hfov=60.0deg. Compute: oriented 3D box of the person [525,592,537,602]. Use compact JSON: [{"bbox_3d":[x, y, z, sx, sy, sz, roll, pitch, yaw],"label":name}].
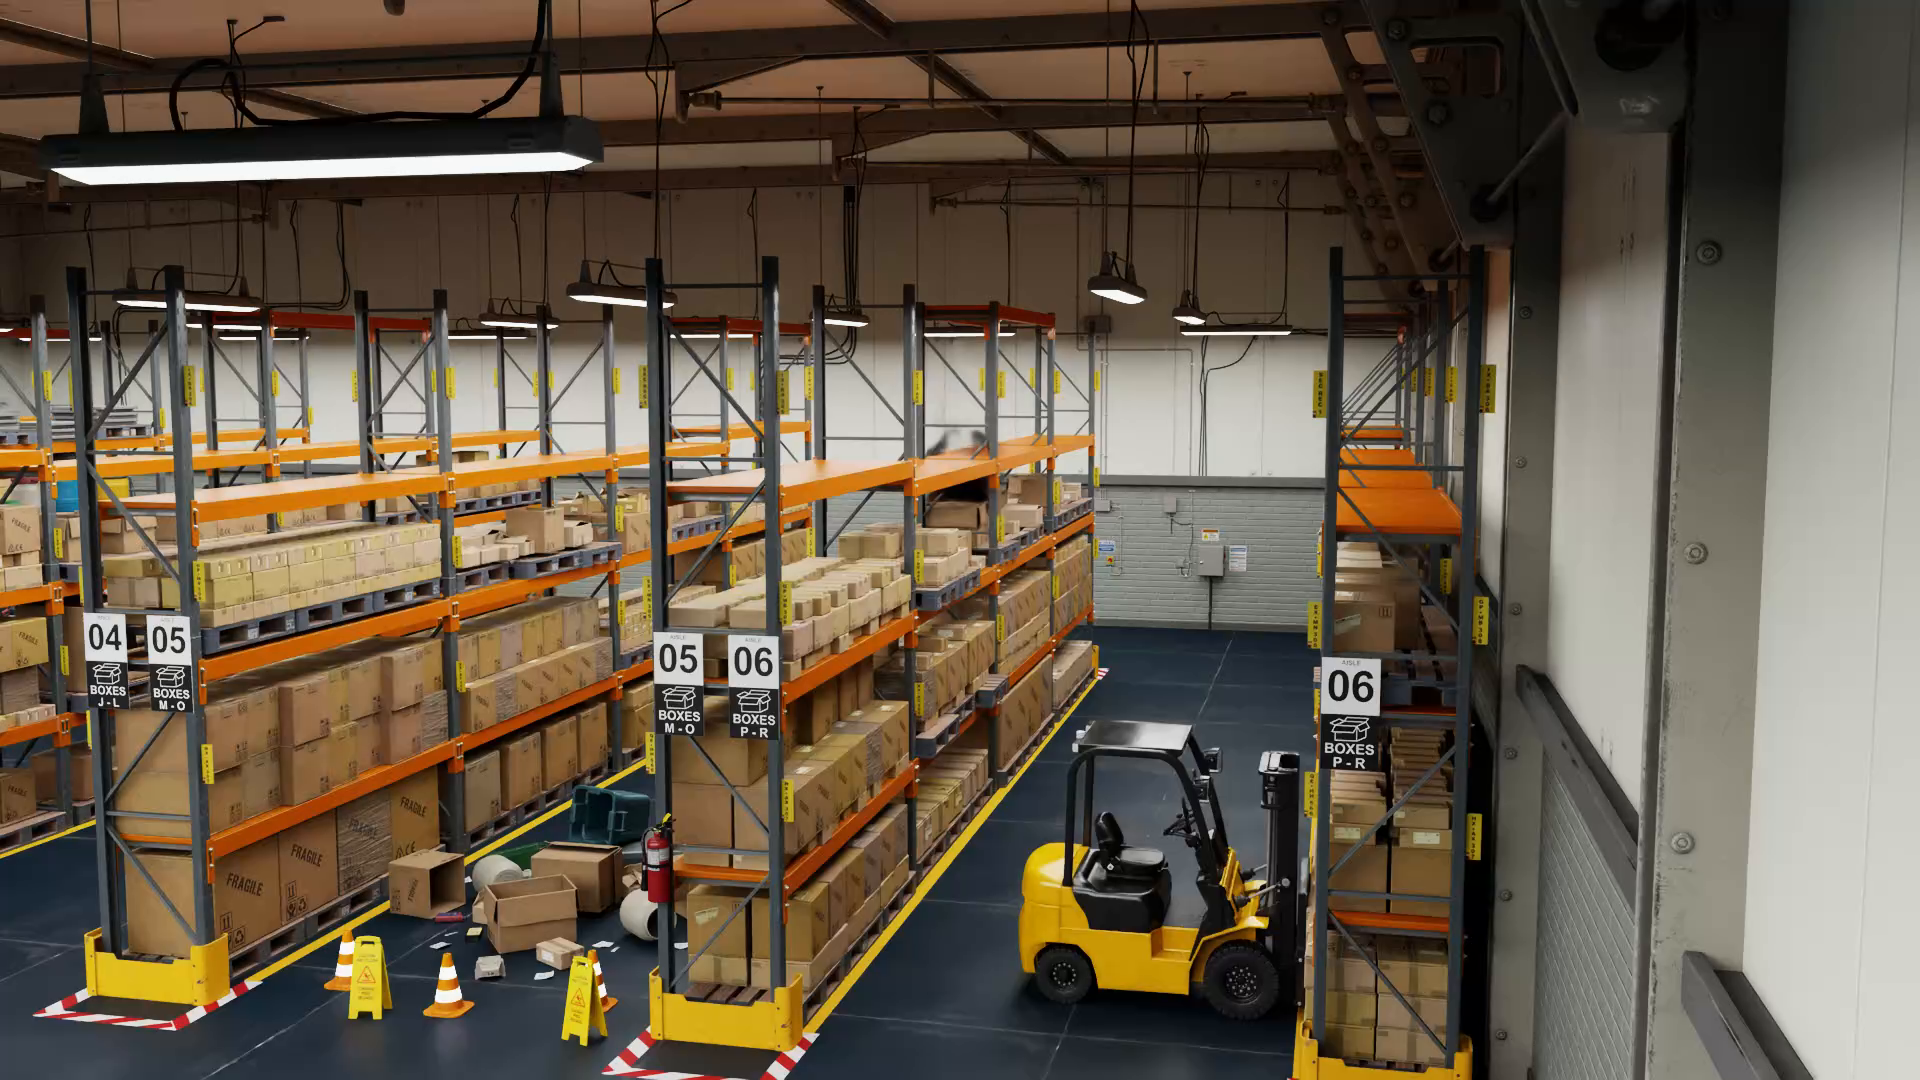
[{"bbox_3d":[-6.867,1.626,26.779,0.683,1.683,0.570,1,6,13],"label":"person"}]
